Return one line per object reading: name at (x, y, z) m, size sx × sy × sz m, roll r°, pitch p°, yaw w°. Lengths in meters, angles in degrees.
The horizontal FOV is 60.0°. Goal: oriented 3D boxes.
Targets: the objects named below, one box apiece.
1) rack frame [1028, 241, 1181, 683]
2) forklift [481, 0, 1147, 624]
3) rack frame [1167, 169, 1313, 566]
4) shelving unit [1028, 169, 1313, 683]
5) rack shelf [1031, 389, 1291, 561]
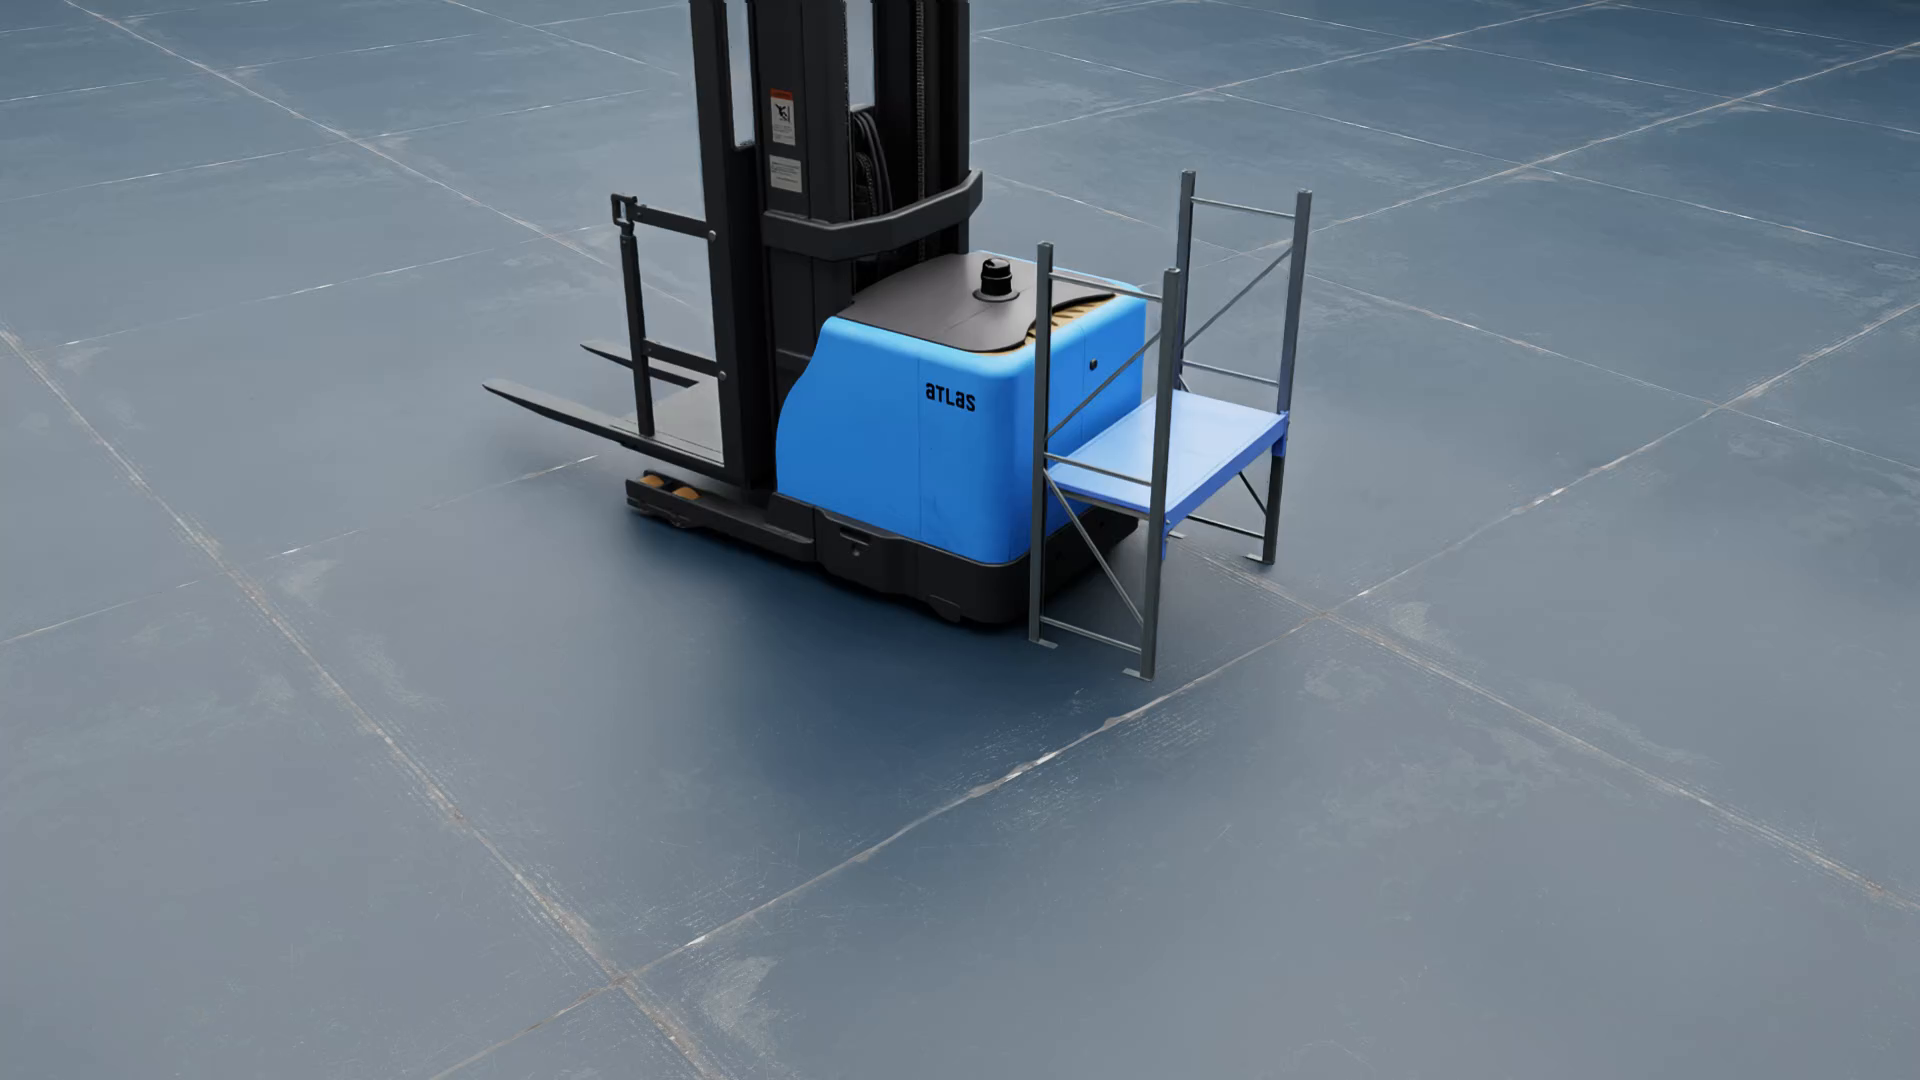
rack frame at (0.466, -0.233, 5.594) m, size 0.500 × 1.500 × 0.032 m, roll 17°, pitch 33°, yaw 29°
forklift at (-0.774, -1.523, 6.490) m, size 3.031 × 2.935 × 1.130 m, roll 19°, pitch 33°, yaw 31°
rack frame at (1.030, -0.631, 6.340) m, size 0.500 × 1.500 × 0.032 m, roll 17°, pitch 33°, yaw 29°
shelving unit at (0.748, -0.432, 5.967) m, size 0.538 × 1.500 × 1.048 m, roll 17°, pitch 33°, yaw 29°
rack shelf at (0.748, -0.273, 6.052) m, size 0.538 × 0.185 × 1.000 m, roll 17°, pitch 33°, yaw 29°
